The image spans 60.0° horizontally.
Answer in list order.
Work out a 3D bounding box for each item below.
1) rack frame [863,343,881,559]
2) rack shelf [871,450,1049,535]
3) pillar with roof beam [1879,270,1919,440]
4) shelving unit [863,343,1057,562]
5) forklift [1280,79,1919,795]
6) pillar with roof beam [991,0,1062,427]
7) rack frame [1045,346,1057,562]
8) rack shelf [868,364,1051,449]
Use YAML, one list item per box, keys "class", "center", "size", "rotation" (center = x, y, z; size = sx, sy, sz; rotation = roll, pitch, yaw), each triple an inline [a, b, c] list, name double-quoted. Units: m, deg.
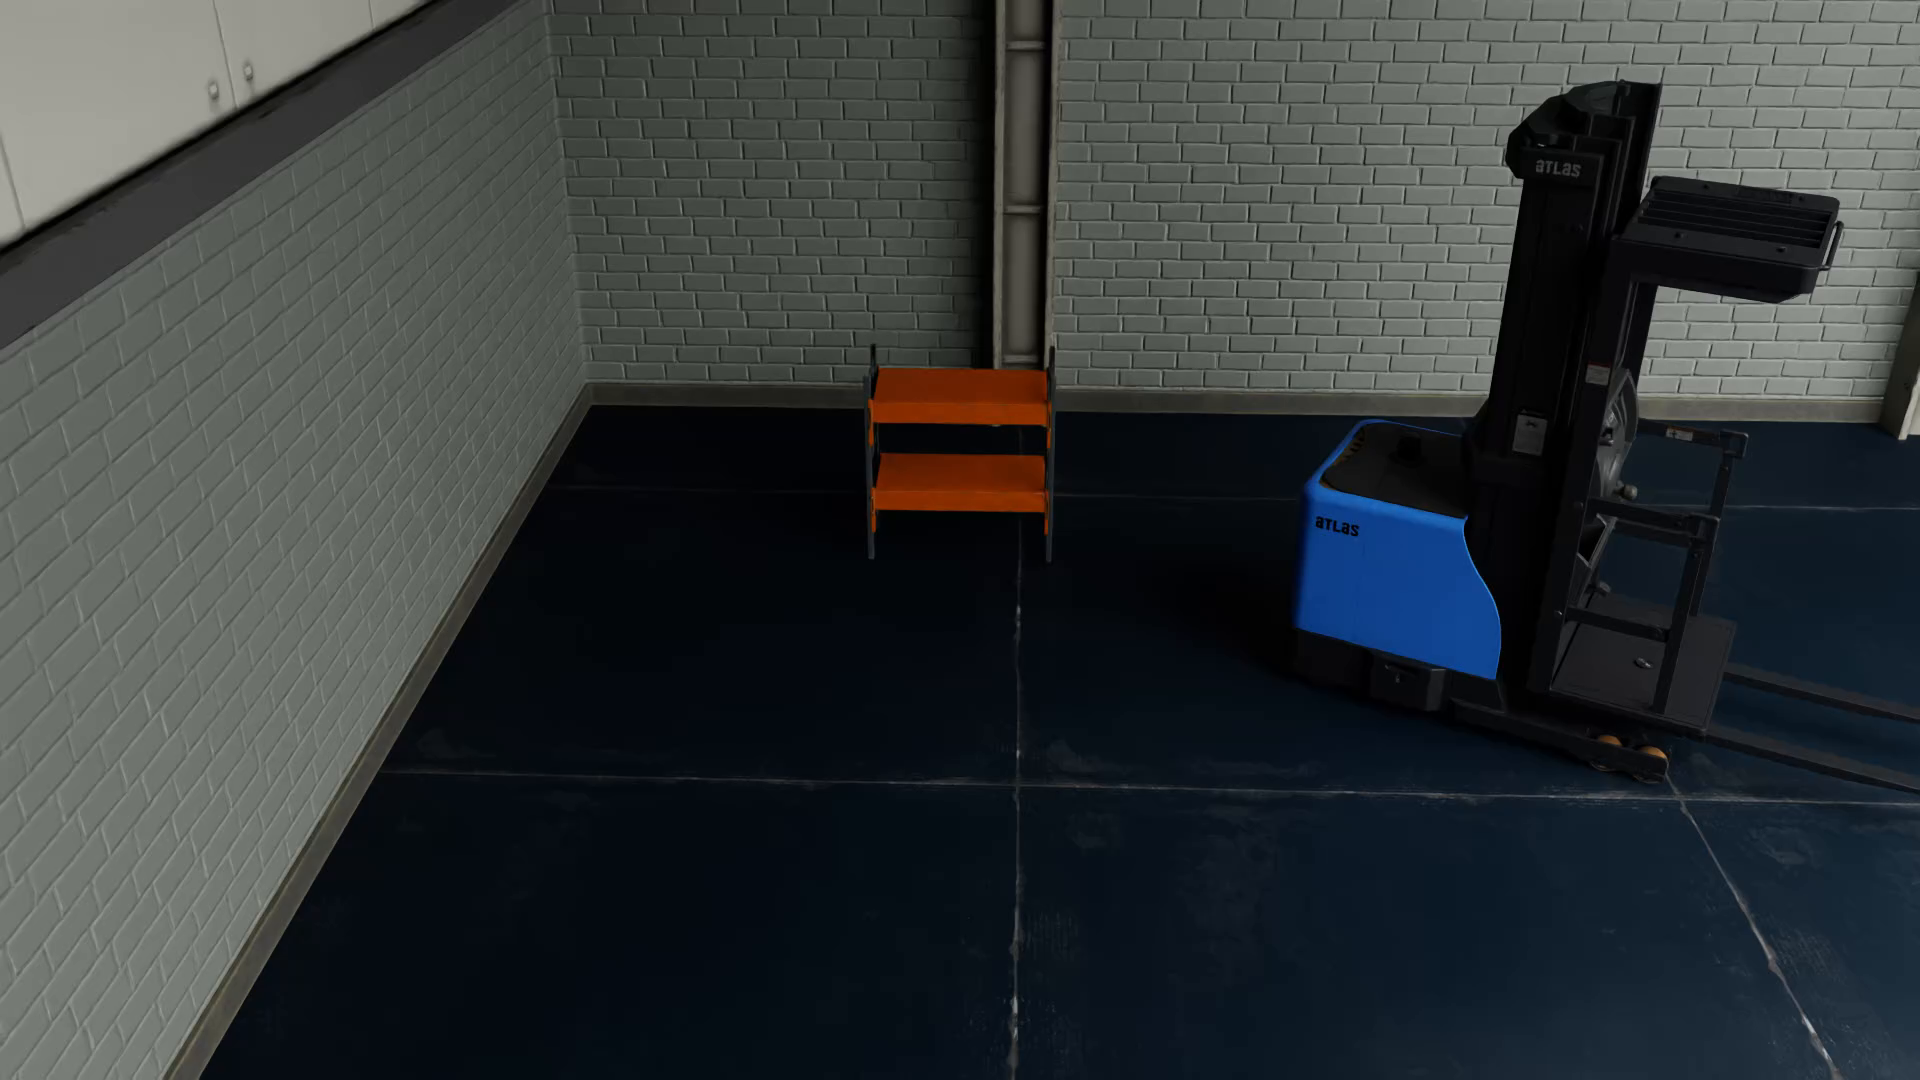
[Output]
- class: "rack frame"
  center: [-0.501, -0.505, 9.502]
  size: [0.032, 1.125, 0.500]
  rotation: [1, 28, 2]
- class: "rack shelf"
  center: [0.007, -0.281, 9.601]
  size: [1.000, 0.278, 0.538]
  rotation: [1, 28, 2]
- class: "pillar with roof beam"
  center: [6.258, -2.695, 5.225]
  size: [0.400, 9.000, 9.100]
  rotation: [1, 28, 2]
- class: "shelving unit"
  center: [0.007, -0.497, 9.486]
  size: [1.048, 1.125, 0.538]
  rotation: [1, 28, 2]
- class: "forklift"
  center: [3.165, -0.462, 7.492]
  size: [3.031, 2.935, 1.130]
  rotation: [15, 31, 26]
- class: "pillar with roof beam"
  center: [0.261, -2.794, 5.413]
  size: [0.400, 9.000, 9.100]
  rotation: [1, 28, 2]
- class: "rack frame"
  center: [0.515, -0.488, 9.470]
  size: [0.032, 1.125, 0.500]
  rotation: [1, 28, 2]
- class: "rack shelf"
  center: [0.007, -0.755, 9.349]
  size: [1.000, 0.278, 0.538]
  rotation: [1, 28, 2]
